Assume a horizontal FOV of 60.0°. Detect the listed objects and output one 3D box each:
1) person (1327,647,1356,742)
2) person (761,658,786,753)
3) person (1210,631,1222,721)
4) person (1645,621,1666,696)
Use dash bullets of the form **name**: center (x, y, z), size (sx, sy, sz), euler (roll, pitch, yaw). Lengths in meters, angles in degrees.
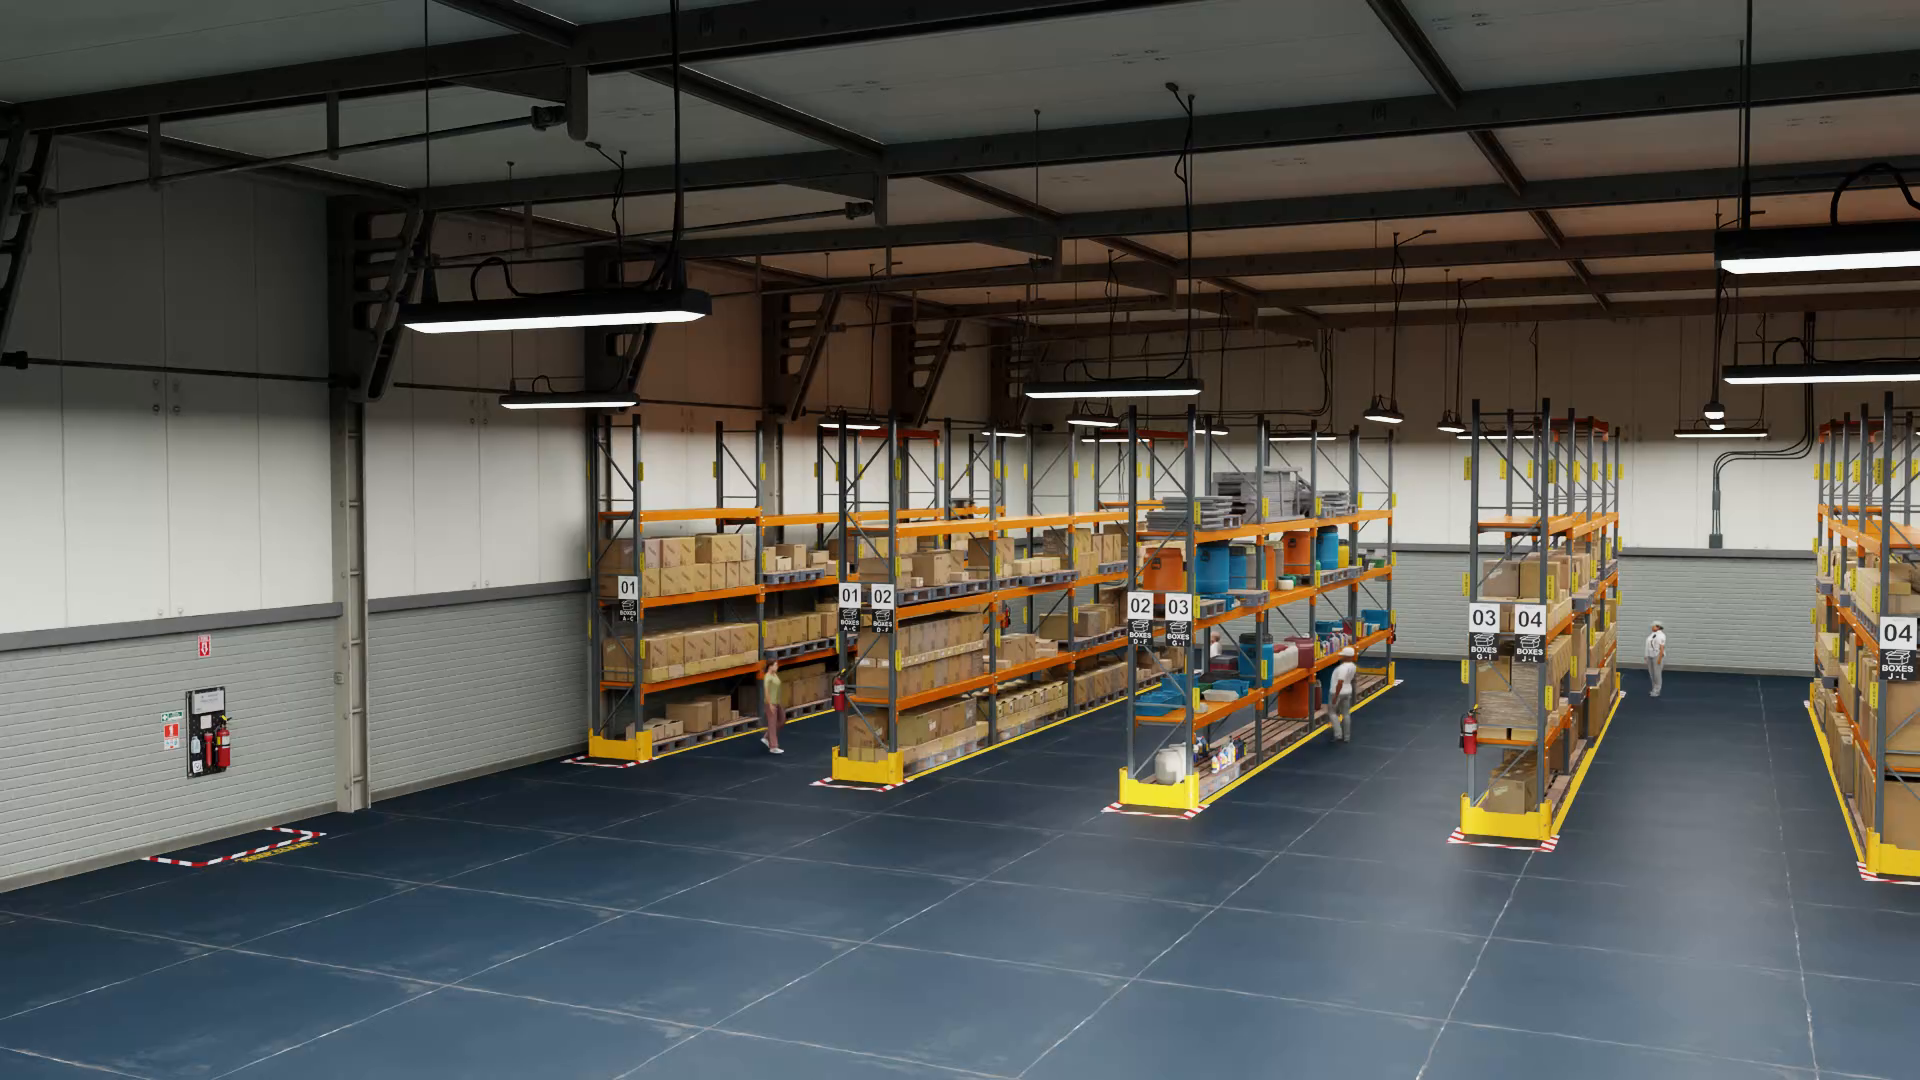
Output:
- **person**: center (7.033, 2.868, 30.760), size (0.656, 1.790, 0.549), euler (-2, 3, -39)
- **person**: center (-3.318, 2.941, 29.684), size (0.534, 1.674, 0.577), euler (1, 2, 16)
- **person**: center (5.074, 2.733, 33.463), size (0.418, 1.774, 0.613), euler (0, 2, 7)
- **person**: center (15.585, 2.650, 37.307), size (0.522, 1.680, 0.496), euler (-1, 3, -26)
